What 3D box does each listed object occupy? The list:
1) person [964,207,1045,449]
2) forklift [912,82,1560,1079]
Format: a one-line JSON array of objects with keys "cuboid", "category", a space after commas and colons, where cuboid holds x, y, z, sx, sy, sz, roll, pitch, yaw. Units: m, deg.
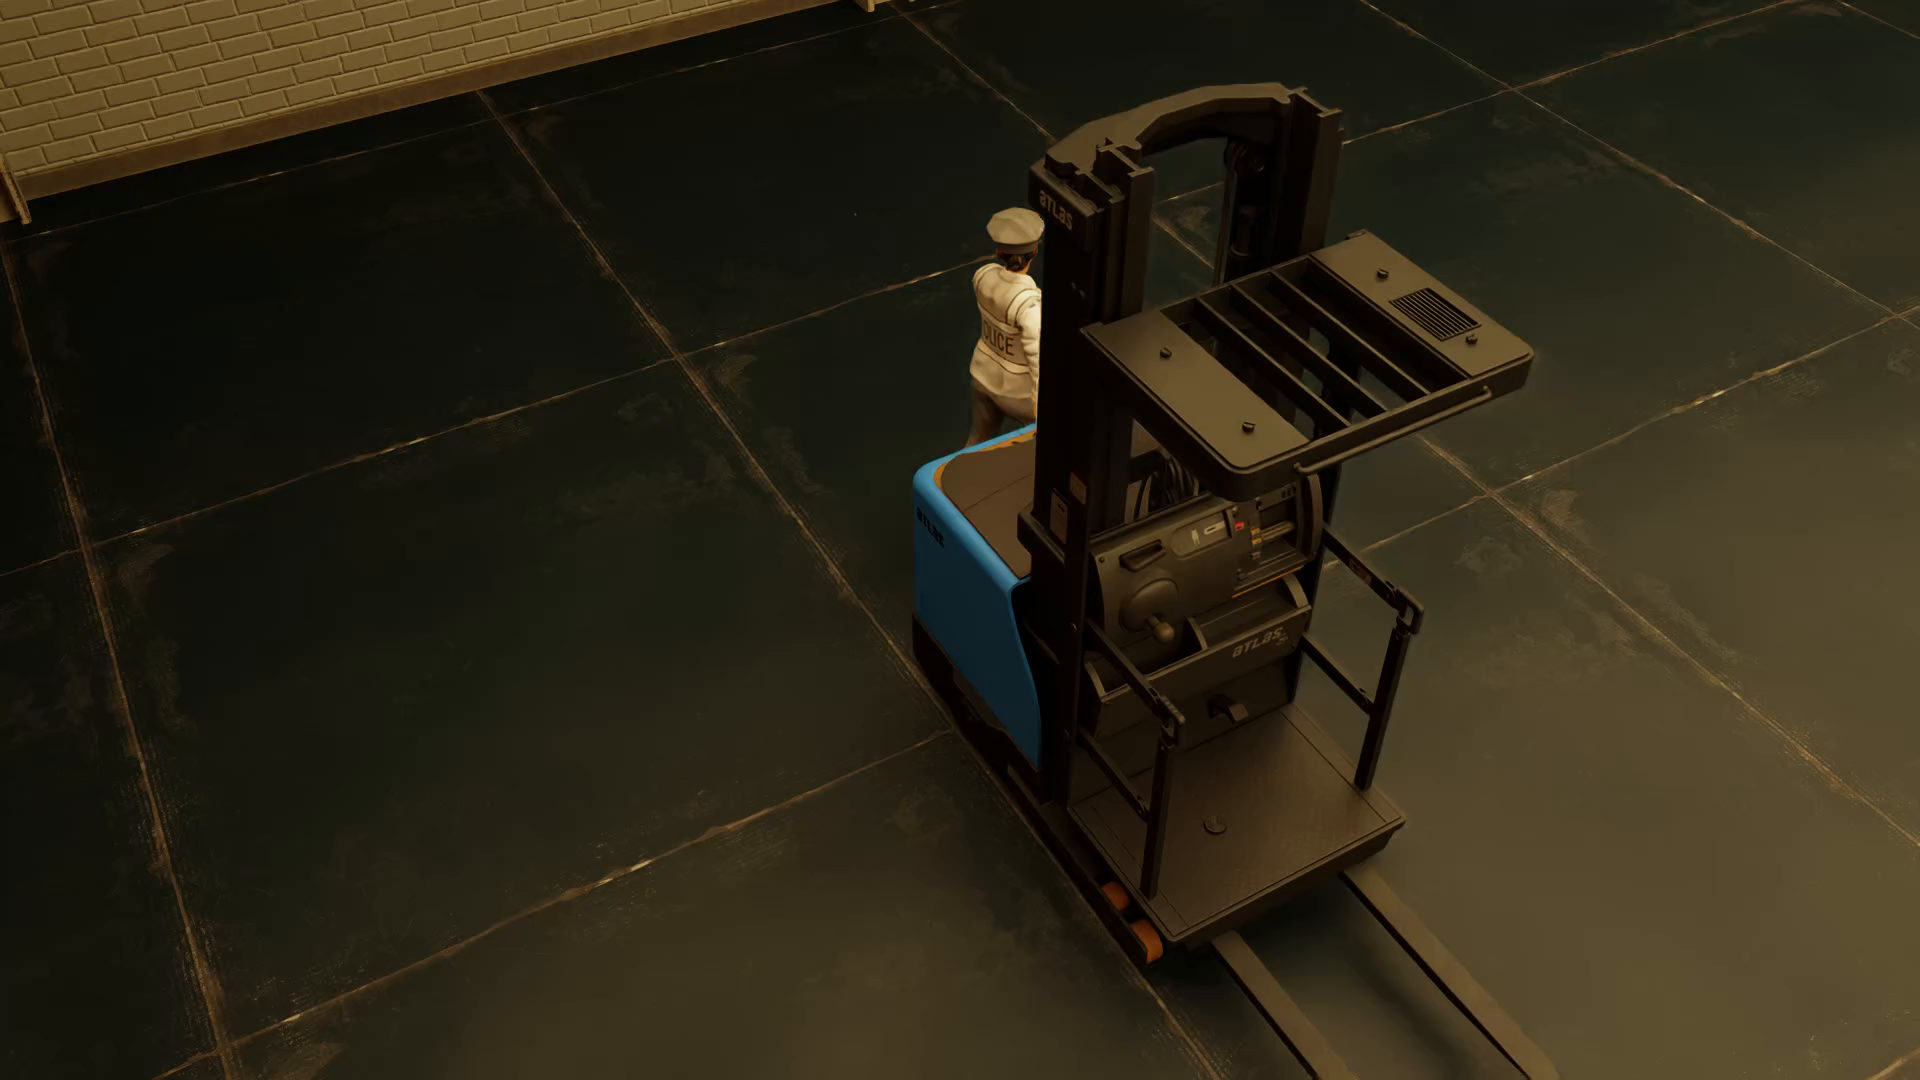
[{"cuboid": [0.328, -0.742, 7.470, 0.886, 1.618, 0.637, -29, 50, -28], "category": "person"}, {"cuboid": [0.968, 0.131, 5.556, 1.130, 2.935, 3.031, -21, 47, -22], "category": "forklift"}]
